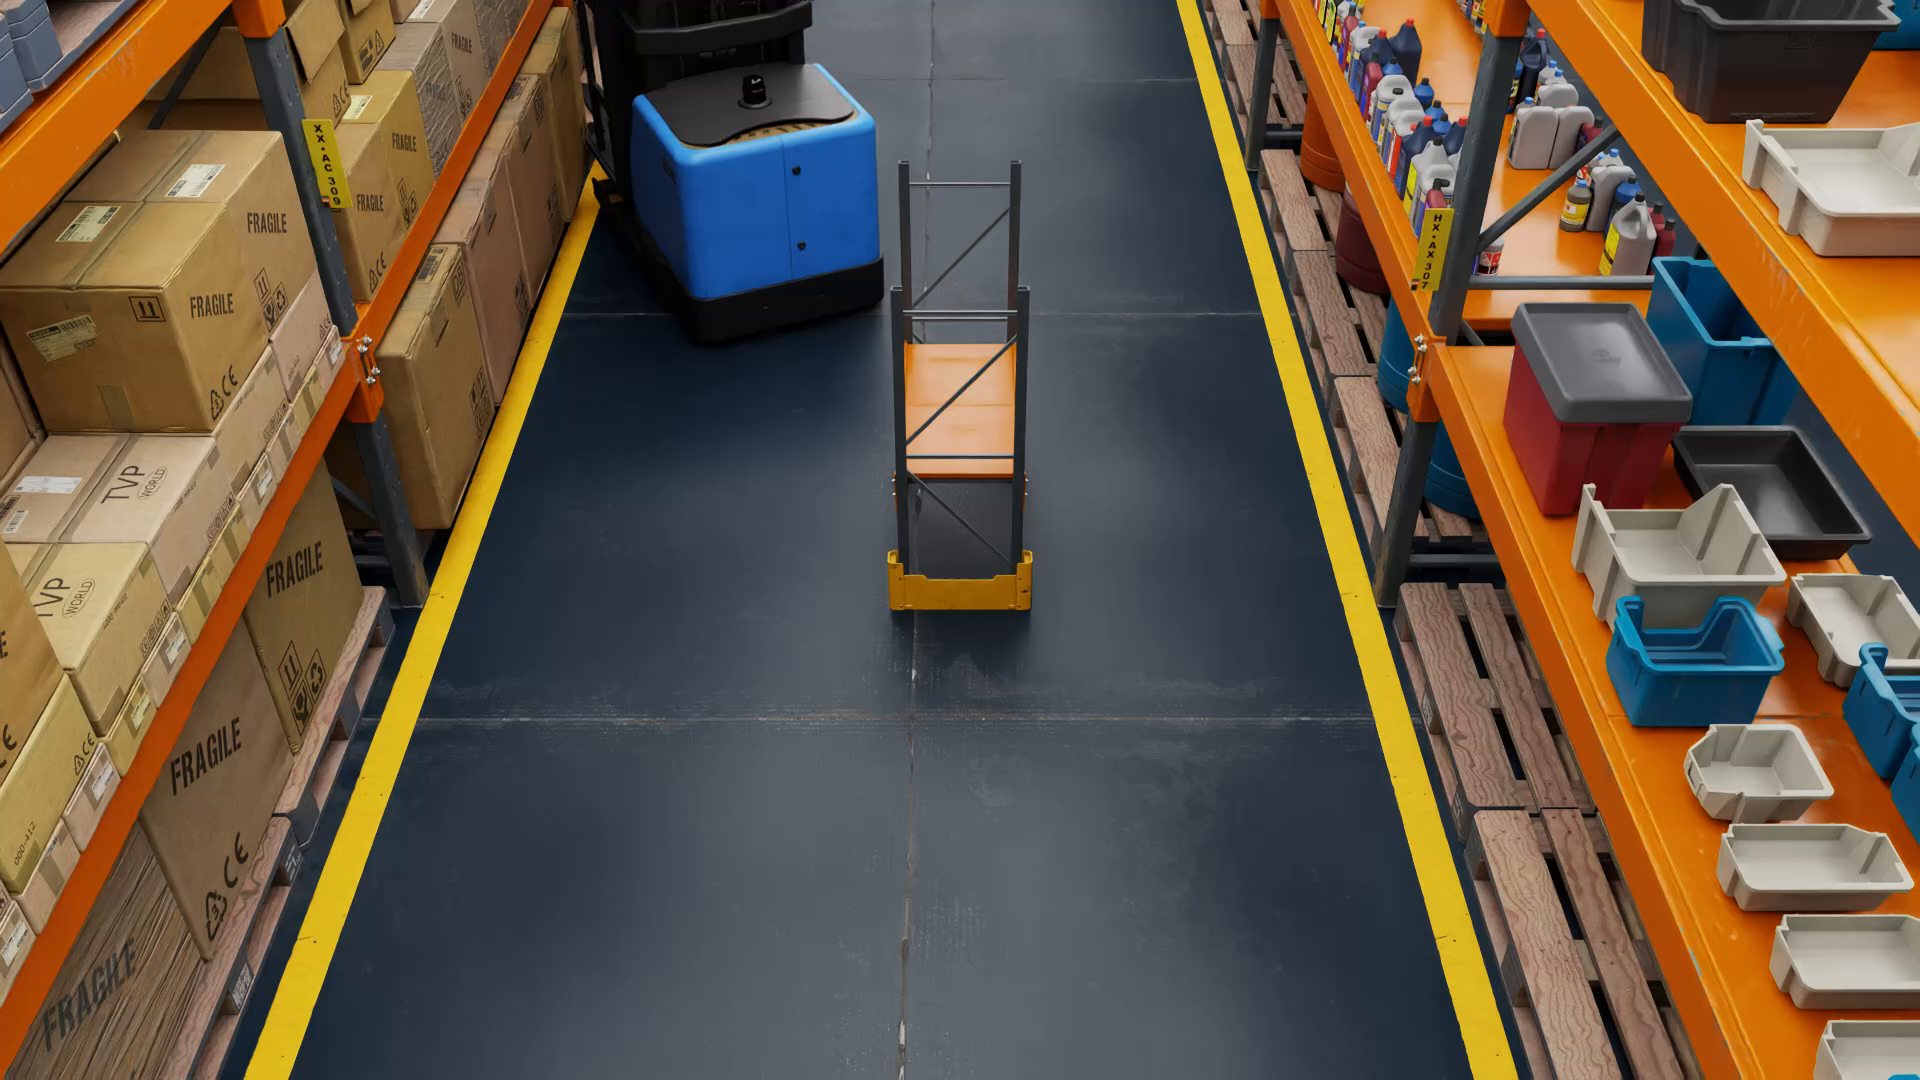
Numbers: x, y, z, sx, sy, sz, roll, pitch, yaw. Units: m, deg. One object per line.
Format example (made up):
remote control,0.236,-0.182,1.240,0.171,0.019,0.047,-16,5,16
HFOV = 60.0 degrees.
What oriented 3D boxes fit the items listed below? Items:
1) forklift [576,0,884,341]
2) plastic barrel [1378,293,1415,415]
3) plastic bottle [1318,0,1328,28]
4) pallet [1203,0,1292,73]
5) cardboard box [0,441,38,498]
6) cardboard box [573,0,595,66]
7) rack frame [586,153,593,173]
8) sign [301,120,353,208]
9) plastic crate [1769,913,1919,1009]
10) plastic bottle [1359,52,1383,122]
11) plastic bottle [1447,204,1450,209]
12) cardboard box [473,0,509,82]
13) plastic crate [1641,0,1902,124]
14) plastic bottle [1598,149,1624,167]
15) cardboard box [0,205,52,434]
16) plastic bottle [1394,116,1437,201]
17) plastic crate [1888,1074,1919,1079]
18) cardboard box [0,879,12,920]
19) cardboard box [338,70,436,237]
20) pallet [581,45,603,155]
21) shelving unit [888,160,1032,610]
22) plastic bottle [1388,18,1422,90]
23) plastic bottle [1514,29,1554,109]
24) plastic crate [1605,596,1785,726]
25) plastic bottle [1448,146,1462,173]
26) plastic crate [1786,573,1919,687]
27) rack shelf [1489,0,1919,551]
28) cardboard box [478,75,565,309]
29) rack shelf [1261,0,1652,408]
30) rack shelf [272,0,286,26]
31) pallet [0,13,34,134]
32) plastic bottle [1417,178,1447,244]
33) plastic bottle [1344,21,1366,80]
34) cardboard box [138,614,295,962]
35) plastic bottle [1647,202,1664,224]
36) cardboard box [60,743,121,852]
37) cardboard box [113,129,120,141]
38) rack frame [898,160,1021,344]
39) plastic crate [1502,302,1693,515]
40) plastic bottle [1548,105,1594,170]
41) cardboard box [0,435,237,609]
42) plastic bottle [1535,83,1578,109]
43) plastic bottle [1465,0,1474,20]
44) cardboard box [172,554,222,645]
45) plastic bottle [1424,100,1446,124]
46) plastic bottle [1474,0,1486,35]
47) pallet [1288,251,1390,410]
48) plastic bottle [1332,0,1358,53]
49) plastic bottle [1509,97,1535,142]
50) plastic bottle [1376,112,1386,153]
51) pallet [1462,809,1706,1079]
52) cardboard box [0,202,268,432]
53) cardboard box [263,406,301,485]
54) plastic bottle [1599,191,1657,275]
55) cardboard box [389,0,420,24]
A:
forklift,-1.474,-3.063,8.729,1.130,2.935,3.031,-16,41,-19
plastic barrel,2.245,-1.050,7.503,0.600,0.901,0.708,0,39,0
plastic bottle,1.857,-2.734,8.356,0.061,0.283,0.133,0,39,0
pallet,2.264,-3.580,11.549,1.003,0.211,1.213,0,39,0
cardboard box,-2.983,-0.047,4.792,0.500,0.250,0.500,1,39,1
cardboard box,-2.763,-3.382,10.718,0.700,0.500,0.500,-3,39,-4
rack frame,-2.728,-3.419,9.118,1.000,3.000,0.127,0,39,0
sign,-2.169,-1.288,5.703,0.100,0.325,0.005,0,39,0
plastic crate,2.066,0.968,3.806,0.396,0.136,0.243,0,39,0
plastic bottle,1.858,-2.040,7.490,0.061,0.283,0.133,0,39,0
plastic bottle,1.939,-1.246,6.565,0.097,0.201,0.097,0,39,0
cardboard box,-2.482,-2.514,7.908,0.500,0.500,0.500,-1,39,-2
plastic crate,1.956,-1.264,4.135,0.497,0.269,0.590,0,39,0
plastic bottle,2.636,-1.463,6.779,0.097,0.271,0.097,0,39,0
cardboard box,-2.986,-0.661,4.958,0.500,0.500,0.500,0,39,0
plastic bottle,1.901,-1.593,6.878,0.144,0.351,0.185,0,39,0
plastic crate,2.047,1.333,3.111,0.616,0.435,0.499,0,39,0
cardboard box,-2.457,0.900,3.610,0.500,0.250,0.500,0,39,-1
cardboard box,-2.476,-1.559,6.717,0.500,0.500,0.500,0,39,0
pallet,-2.728,-2.820,10.600,1.003,0.211,1.213,0,39,0
shelving unit,0.000,-0.633,6.840,0.587,1.500,1.083,0,39,0
plastic bottle,2.052,-2.250,7.699,0.144,0.351,0.185,0,39,0
plastic bottle,2.612,-2.138,7.558,0.144,0.351,0.185,0,39,0
plastic crate,1.975,0.338,4.516,0.416,0.233,0.300,0,39,0
plastic bottle,2.045,-1.477,6.734,0.144,0.351,0.185,0,39,0
plastic crate,2.532,0.247,4.707,0.293,0.136,0.466,0,39,0
rack shelf,2.231,-0.561,3.728,1.077,0.370,4.000,0,39,0
cardboard box,-2.755,-1.765,8.417,1.225,0.875,0.875,0,39,0
rack shelf,2.227,-1.892,7.787,1.077,0.370,4.000,0,39,0
rack shelf,-2.726,-3.059,6.845,1.077,0.370,4.000,0,39,0
pallet,-2.735,-0.781,3.499,1.003,0.211,1.213,0,39,0
plastic bottle,1.859,-1.267,6.526,0.061,0.283,0.133,0,39,0
plastic bottle,1.876,-2.307,7.833,0.097,0.271,0.097,0,39,0
cardboard box,-2.802,0.723,5.313,0.875,0.875,0.875,0,39,0
plastic bottle,2.655,-1.189,6.429,0.061,0.283,0.133,0,39,0
cardboard box,-2.394,0.655,4.235,0.380,0.149,0.250,0,39,-1
cardboard box,-2.997,-1.249,6.330,0.500,0.500,0.500,0,39,0
rack frame,-0.001,-0.957,7.244,0.500,1.500,0.032,0,39,0
plastic crate,1.979,-0.411,5.266,0.402,0.464,0.583,0,39,0
plastic bottle,2.608,-1.742,7.124,0.152,0.276,0.135,0,39,0
cardboard box,-2.457,-0.057,4.804,0.500,0.250,0.500,1,39,1
plastic bottle,2.608,-1.887,7.305,0.152,0.276,0.135,0,39,0
plastic bottle,2.634,-2.782,8.426,0.097,0.271,0.097,0,39,0
cardboard box,-2.394,0.174,4.835,0.380,0.149,0.250,-1,39,-1
plastic bottle,2.029,-1.757,7.147,0.097,0.271,0.097,0,39,0
plastic bottle,2.634,-2.660,8.274,0.097,0.271,0.097,0,39,0
pallet,2.266,-1.081,8.430,1.003,0.211,1.213,0,39,0
plastic bottle,1.875,-2.512,8.089,0.097,0.271,0.097,0,39,0
plastic bottle,2.484,-1.846,7.314,0.097,0.201,0.097,0,39,0
plastic bottle,1.877,-1.791,7.245,0.097,0.201,0.097,0,39,0
pallet,2.273,1.391,5.345,1.003,0.211,1.213,0,39,0
cardboard box,-2.459,-0.668,4.967,0.500,0.500,0.500,0,39,0
cardboard box,-2.395,-0.308,5.437,0.380,0.149,0.250,-1,39,-1
plastic bottle,2.553,-1.148,6.323,0.144,0.351,0.185,0,39,0
cardboard box,-2.738,-2.566,7.171,0.797,0.503,0.637,1,39,1
